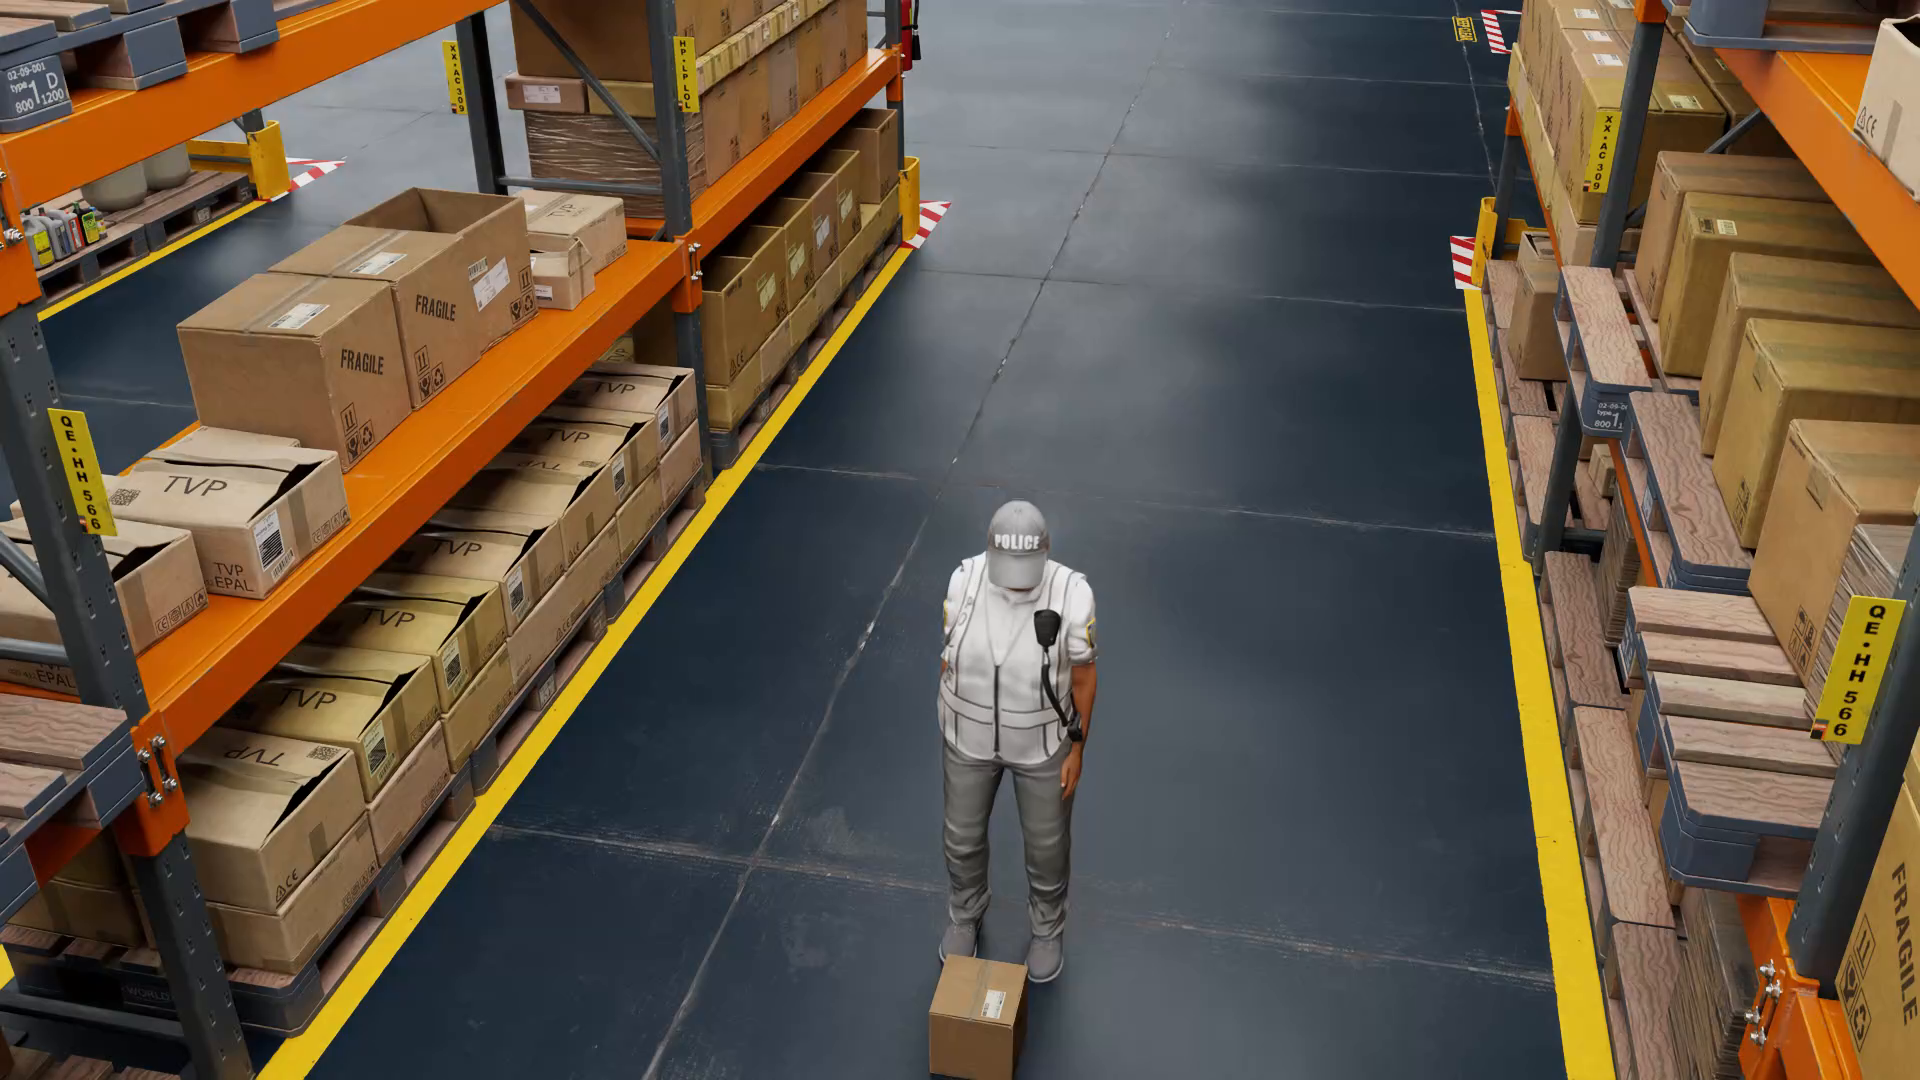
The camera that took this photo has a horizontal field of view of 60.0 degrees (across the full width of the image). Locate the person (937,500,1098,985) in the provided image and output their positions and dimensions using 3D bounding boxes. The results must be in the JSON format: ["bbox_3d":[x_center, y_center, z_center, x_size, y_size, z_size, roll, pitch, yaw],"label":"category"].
[{"bbox_3d":[0.169,0.612,5.044,0.475,1.656,0.395,7,30,12],"label":"person"}]
